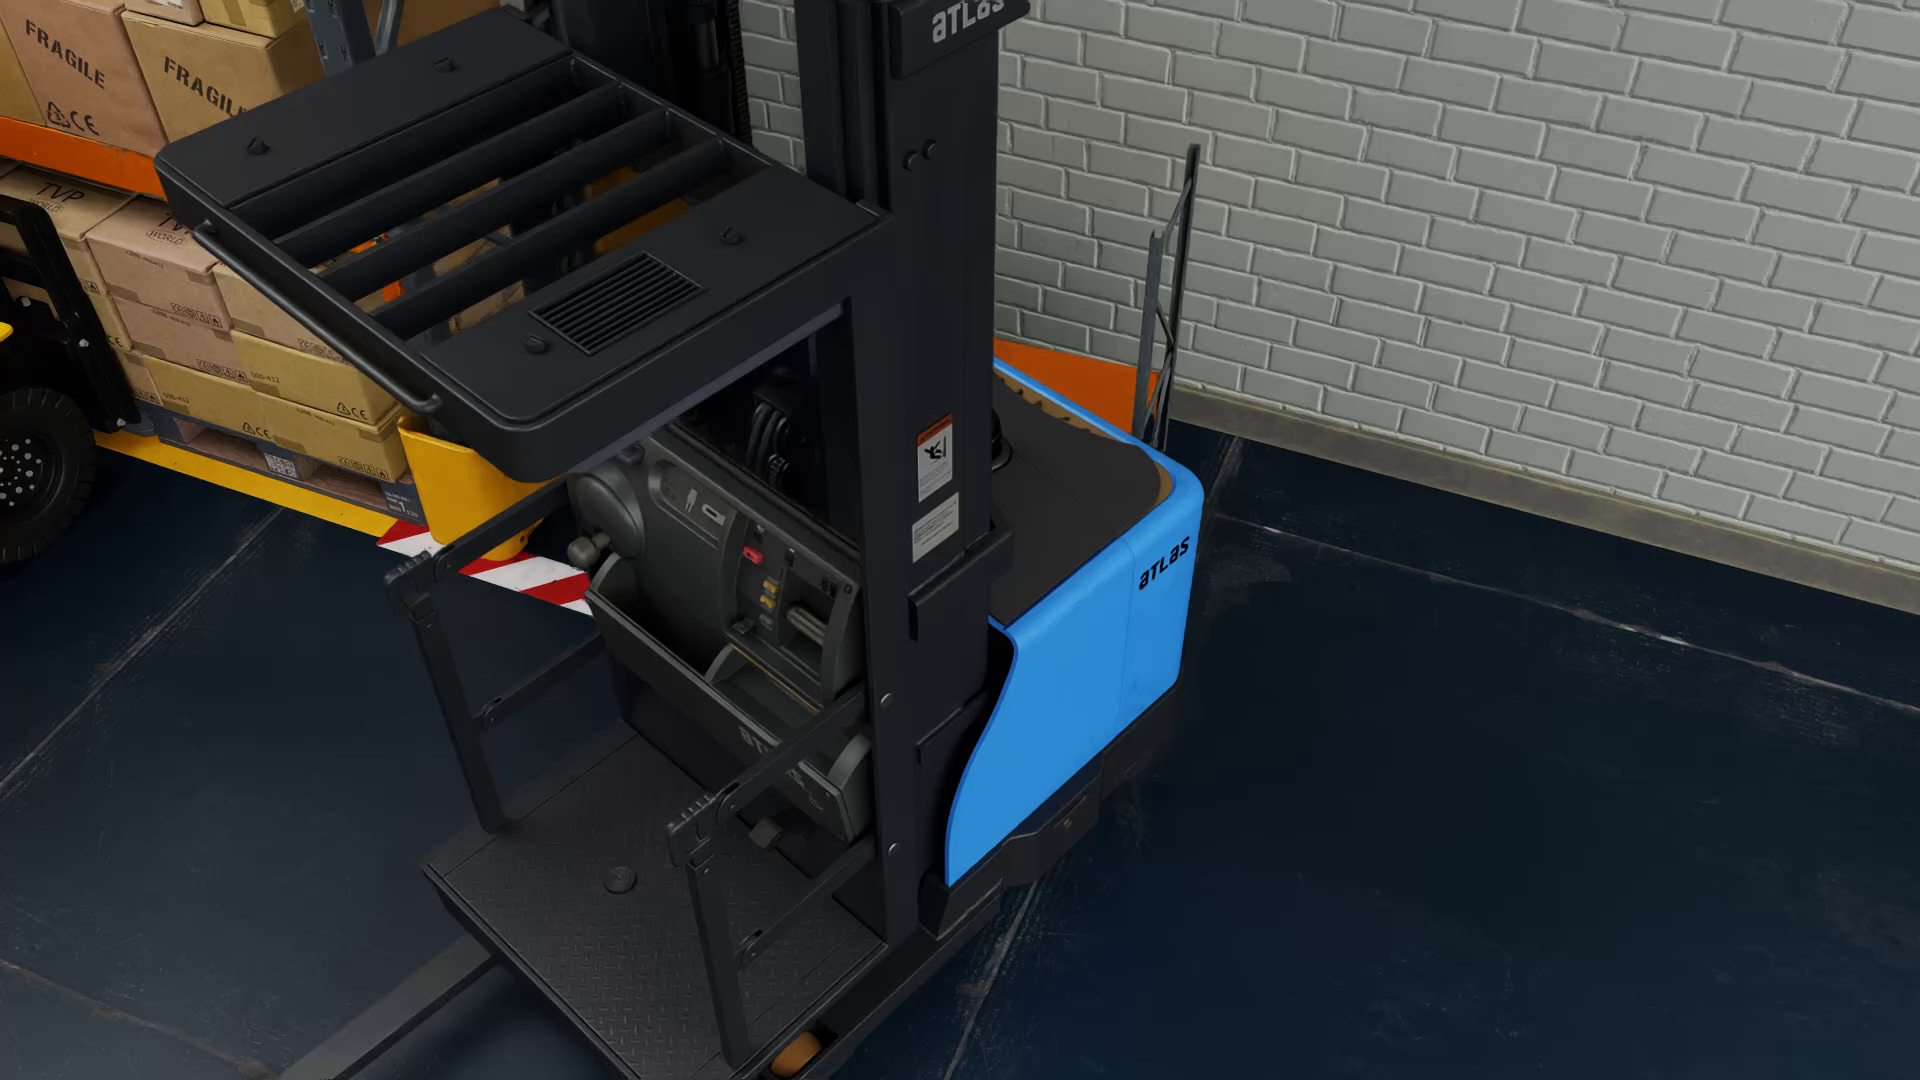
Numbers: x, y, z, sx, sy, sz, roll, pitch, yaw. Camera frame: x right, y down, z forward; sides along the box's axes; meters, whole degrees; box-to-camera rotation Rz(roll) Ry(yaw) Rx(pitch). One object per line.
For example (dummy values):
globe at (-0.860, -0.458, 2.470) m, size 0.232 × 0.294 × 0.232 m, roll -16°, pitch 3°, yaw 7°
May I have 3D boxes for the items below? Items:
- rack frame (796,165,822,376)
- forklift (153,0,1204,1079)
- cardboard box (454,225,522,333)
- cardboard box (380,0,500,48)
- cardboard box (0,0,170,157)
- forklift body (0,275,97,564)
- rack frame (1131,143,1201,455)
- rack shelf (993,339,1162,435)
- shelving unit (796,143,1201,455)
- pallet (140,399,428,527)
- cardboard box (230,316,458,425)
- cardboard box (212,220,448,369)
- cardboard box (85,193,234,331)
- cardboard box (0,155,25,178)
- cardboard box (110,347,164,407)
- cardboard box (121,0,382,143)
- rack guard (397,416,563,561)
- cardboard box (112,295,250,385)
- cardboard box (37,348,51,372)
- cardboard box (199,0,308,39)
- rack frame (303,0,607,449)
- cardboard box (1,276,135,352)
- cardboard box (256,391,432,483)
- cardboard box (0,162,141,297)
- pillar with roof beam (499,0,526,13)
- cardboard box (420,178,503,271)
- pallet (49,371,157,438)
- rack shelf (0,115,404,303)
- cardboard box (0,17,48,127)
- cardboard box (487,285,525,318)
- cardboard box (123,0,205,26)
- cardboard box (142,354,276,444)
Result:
rack frame at (-0.367, -0.661, 5.351) m, size 0.032 × 1.500 × 0.500 m, roll 13°, pitch 46°, yaw 13°
forklift at (-0.712, 0.085, 3.587) m, size 1.130 × 2.935 × 3.031 m, roll 34°, pitch 54°, yaw 29°
cardboard box at (-1.849, -1.024, 5.950) m, size 0.500 × 0.250 × 0.500 m, roll 17°, pitch 47°, yaw 17°
cardboard box at (-1.845, -1.760, 5.322) m, size 0.500 × 0.500 × 0.500 m, roll 18°, pitch 48°, yaw 17°
cardboard box at (-2.525, -1.555, 5.115) m, size 0.500 × 0.500 × 0.500 m, roll 18°, pitch 48°, yaw 17°
forklift body at (-3.947, -0.436, 4.663) m, size 1.214 × 2.155 × 2.313 m, roll 16°, pitch 47°, yaw 16°
rack frame at (0.598, -0.437, 5.126) m, size 0.032 × 1.500 × 0.500 m, roll 13°, pitch 46°, yaw 13°
rack shelf at (0.115, -0.422, 5.366) m, size 1.000 × 0.185 × 0.538 m, roll 13°, pitch 46°, yaw 13°
shelving unit at (0.107, -0.551, 5.241) m, size 1.083 × 1.500 × 0.587 m, roll 13°, pitch 46°, yaw 13°
pallet at (-2.217, -0.602, 6.205) m, size 1.213 × 0.211 × 1.003 m, roll 16°, pitch 47°, yaw 16°
cardboard box at (-2.064, -0.690, 5.614) m, size 0.500 × 0.250 × 0.500 m, roll 16°, pitch 47°, yaw 15°
cardboard box at (-2.040, -0.860, 5.431) m, size 0.500 × 0.250 × 0.500 m, roll 18°, pitch 48°, yaw 17°
cardboard box at (-2.513, -0.995, 5.566) m, size 0.500 × 0.250 × 0.500 m, roll 17°, pitch 47°, yaw 17°
cardboard box at (-3.447, -1.268, 5.841) m, size 0.500 × 0.250 × 0.500 m, roll 16°, pitch 47°, yaw 15°
cardboard box at (-2.963, -0.789, 6.068) m, size 0.500 × 0.250 × 0.500 m, roll 17°, pitch 47°, yaw 16°
cardboard box at (-2.050, -1.408, 4.967) m, size 0.500 × 0.500 × 0.500 m, roll 15°, pitch 47°, yaw 15°
rack guard at (-1.472, -0.517, 5.915) m, size 0.348 × 0.500 × 1.175 m, roll 16°, pitch 47°, yaw 16°
cardboard box at (-2.523, -0.833, 5.758) m, size 0.500 × 0.250 × 0.500 m, roll 16°, pitch 47°, yaw 15°
cardboard box at (-3.451, -0.915, 6.195) m, size 0.500 × 0.250 × 0.500 m, roll 18°, pitch 48°, yaw 17°
cardboard box at (-1.922, -1.587, 4.687) m, size 0.250 × 0.149 × 0.380 m, roll 17°, pitch 47°, yaw 16°
rack frame at (-1.495, -1.410, 5.040) m, size 0.127 × 3.000 × 1.000 m, roll 16°, pitch 47°, yaw 16°
cardboard box at (-3.007, -0.959, 5.885) m, size 0.500 × 0.250 × 0.500 m, roll 15°, pitch 47°, yaw 15°
cardboard box at (-2.050, -0.506, 5.783) m, size 0.500 × 0.250 × 0.500 m, roll 17°, pitch 47°, yaw 16°
cardboard box at (-2.983, -1.126, 5.697) m, size 0.500 × 0.250 × 0.500 m, roll 17°, pitch 47°, yaw 16°
pillar with roof beam at (-3.448, -1.510, 0.887) m, size 0.400 × 9.000 × 9.100 m, roll 16°, pitch 47°, yaw 16°
cardboard box at (-1.865, -1.192, 5.764) m, size 0.500 × 0.250 × 0.500 m, roll 16°, pitch 47°, yaw 15°
pallet at (-3.339, -0.934, 6.539) m, size 1.213 × 0.211 × 1.003 m, roll 16°, pitch 47°, yaw 16°
rack shelf at (-3.340, -1.698, 5.840) m, size 4.000 × 0.370 × 1.077 m, roll 16°, pitch 47°, yaw 16°
cardboard box at (-2.998, -1.694, 5.255) m, size 0.500 × 0.500 × 0.500 m, roll 16°, pitch 47°, yaw 15°
cardboard box at (-1.873, -0.844, 6.124) m, size 0.500 × 0.250 × 0.500 m, roll 17°, pitch 47°, yaw 16°
cardboard box at (-2.170, -1.637, 4.738) m, size 0.250 × 0.149 × 0.380 m, roll 17°, pitch 47°, yaw 16°
cardboard box at (-2.505, -0.647, 5.925) m, size 0.500 × 0.250 × 0.500 m, roll 16°, pitch 47°, yaw 16°
